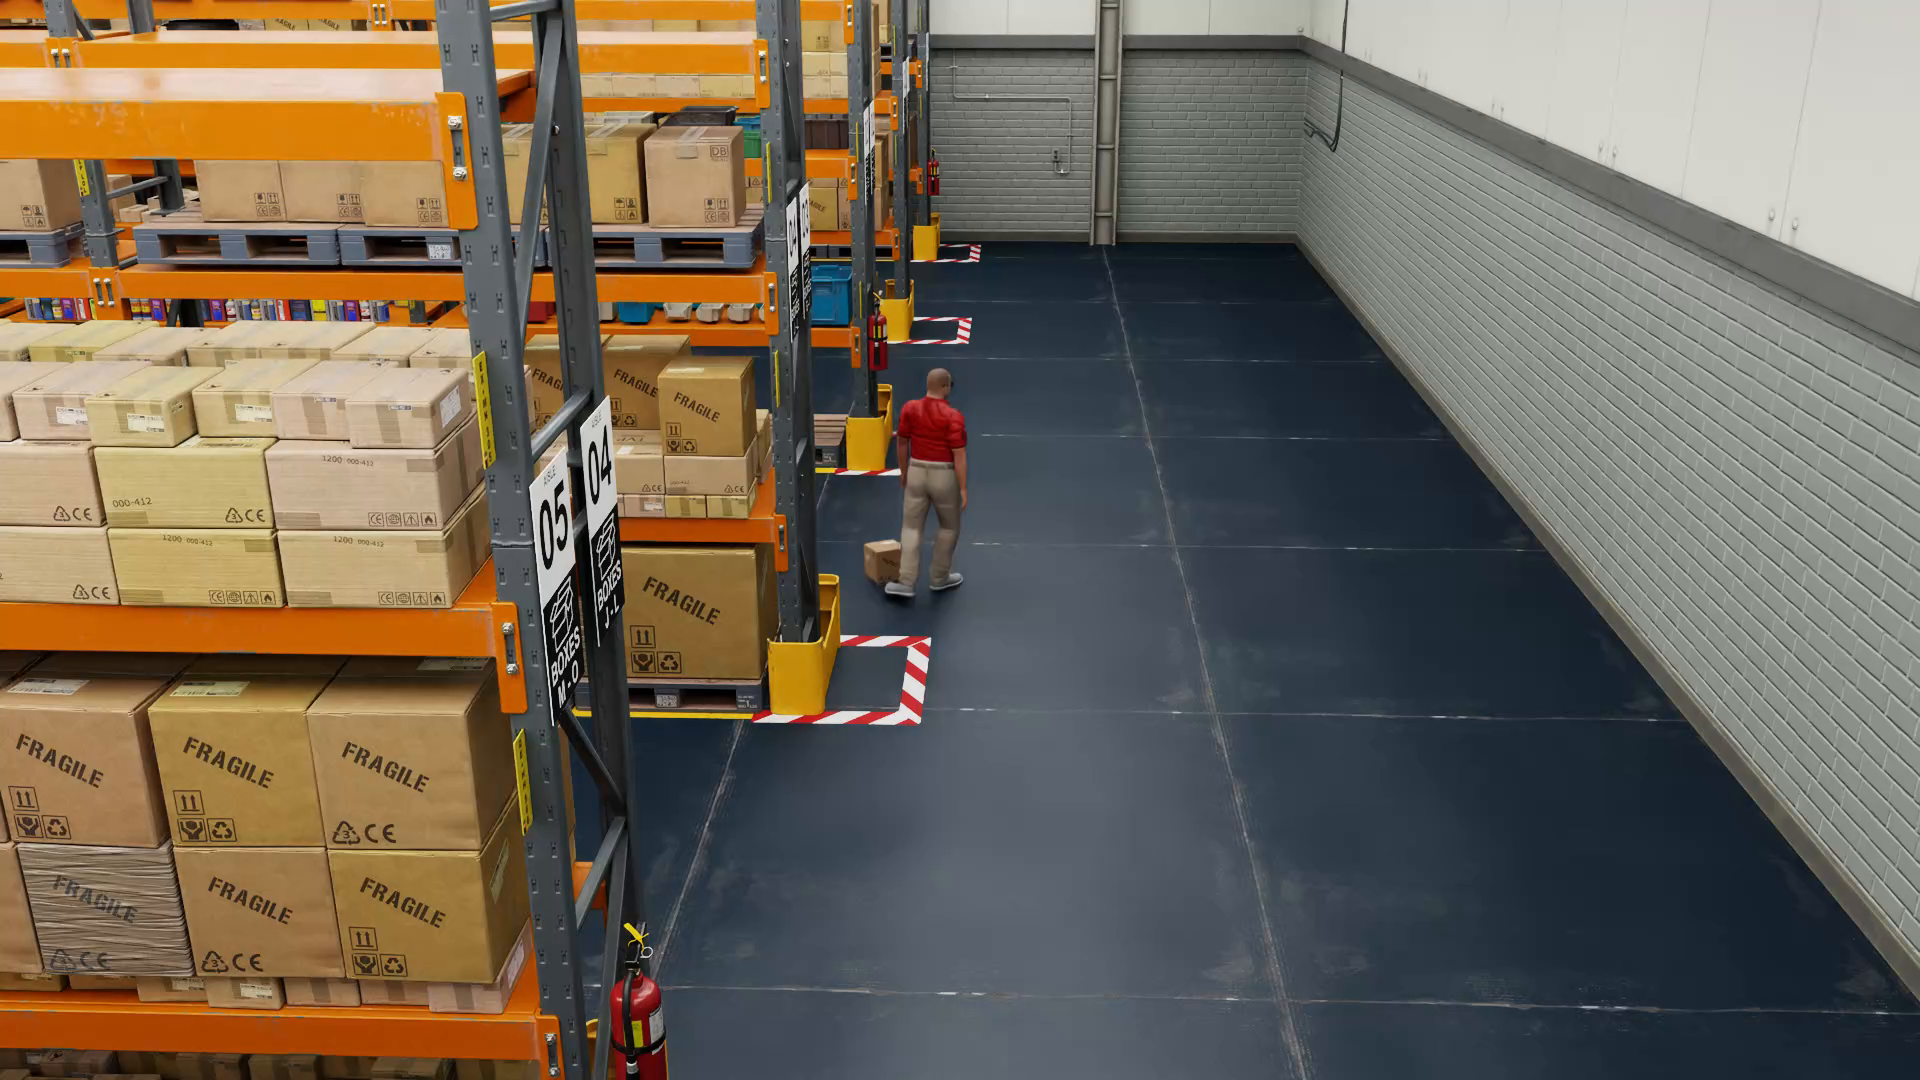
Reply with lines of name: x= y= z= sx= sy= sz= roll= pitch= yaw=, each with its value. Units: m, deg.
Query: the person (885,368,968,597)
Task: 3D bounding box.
person: x=-0.226 y=-0.410 z=12.205 sx=0.602 sy=1.716 sz=0.637 roll=8 pitch=22 yaw=20
